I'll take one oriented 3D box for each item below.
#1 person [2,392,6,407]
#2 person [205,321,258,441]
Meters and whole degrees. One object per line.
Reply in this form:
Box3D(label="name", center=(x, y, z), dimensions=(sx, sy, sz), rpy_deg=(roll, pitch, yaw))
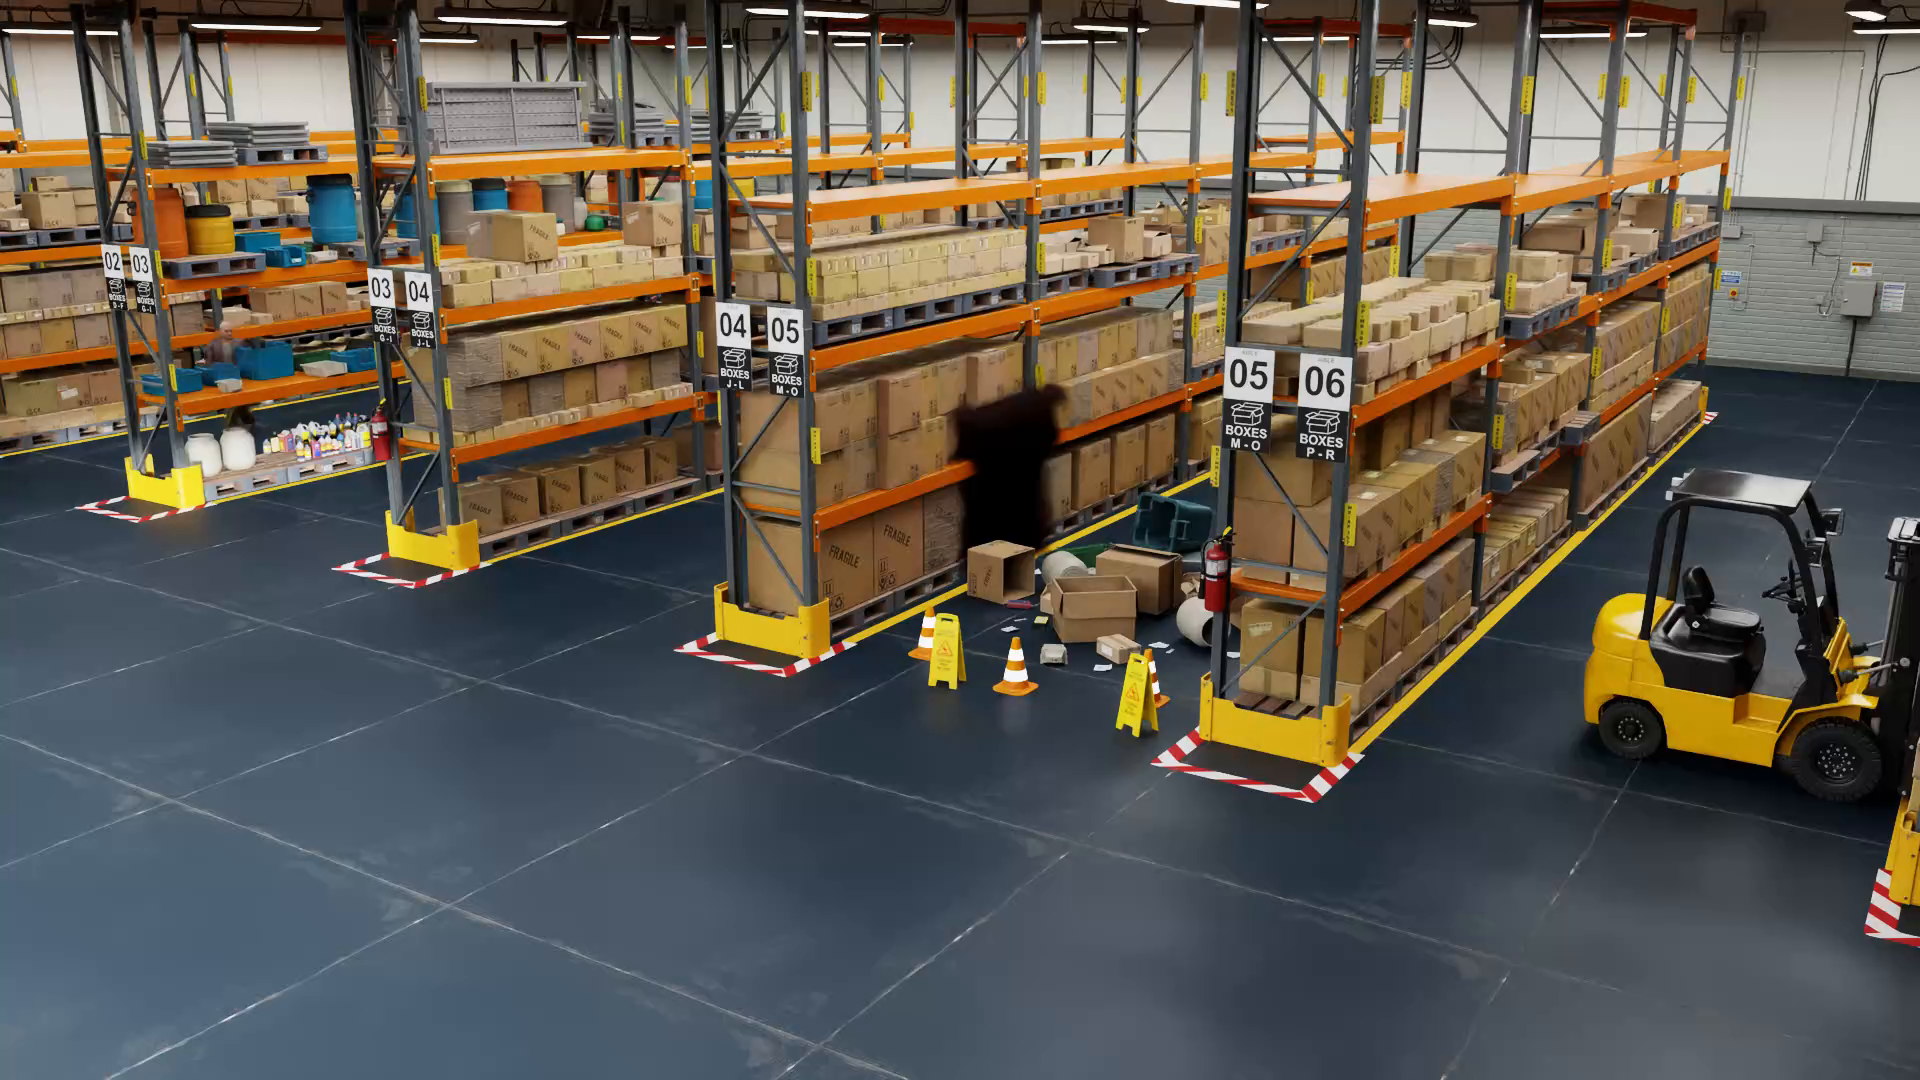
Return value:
Box3D(label="person", center=(-14.872, -2.412, 25.361), dimensions=(0.553, 1.365, 0.587), rpy_deg=(-10, 18, -31))
Box3D(label="person", center=(-10.707, -2.337, 24.361), dimensions=(0.535, 1.730, 1.135), rpy_deg=(3, 16, 11))
